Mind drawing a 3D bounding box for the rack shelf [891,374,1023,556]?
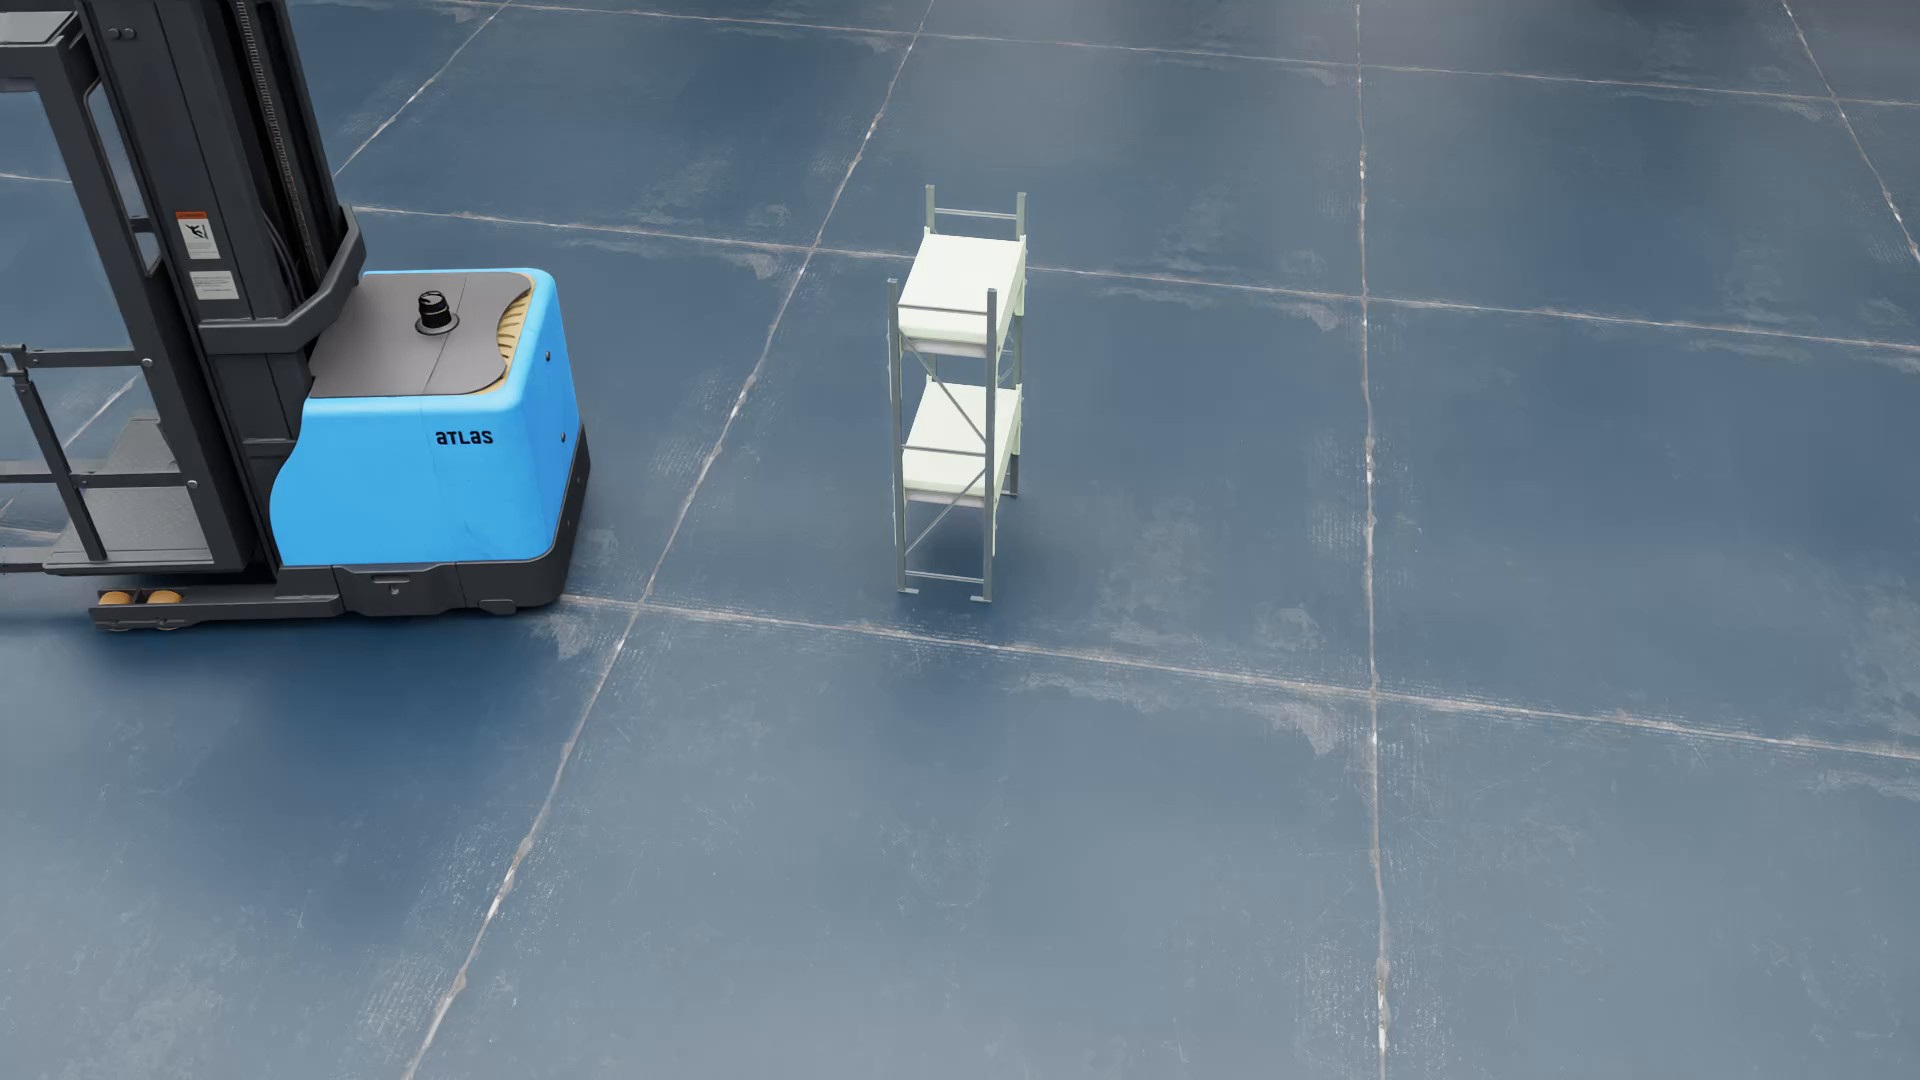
[{"bbox_3d":[-0.001,-0.323,6.975,0.431,0.370,0.720,6,40,8],"label":"rack shelf"}]

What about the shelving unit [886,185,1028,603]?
[{"bbox_3d":[-0.001,-0.574,6.767,0.431,1.500,0.755,6,40,8],"label":"shelving unit"}]

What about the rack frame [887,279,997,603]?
[{"bbox_3d":[-0.064,-0.344,6.489,0.400,1.500,0.023,6,40,8],"label":"rack frame"}]

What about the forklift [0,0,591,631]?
[{"bbox_3d":[-3.172,-1.101,6.282,3.031,2.935,1.130,-1,40,-2],"label":"forklift"}]

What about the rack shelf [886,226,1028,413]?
[{"bbox_3d":[-0.001,-0.875,6.518,0.431,0.370,0.720,6,40,8],"label":"rack shelf"}]

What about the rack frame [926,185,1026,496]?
[{"bbox_3d":[0.062,-0.804,7.045,0.400,1.500,0.023,6,40,8],"label":"rack frame"}]
